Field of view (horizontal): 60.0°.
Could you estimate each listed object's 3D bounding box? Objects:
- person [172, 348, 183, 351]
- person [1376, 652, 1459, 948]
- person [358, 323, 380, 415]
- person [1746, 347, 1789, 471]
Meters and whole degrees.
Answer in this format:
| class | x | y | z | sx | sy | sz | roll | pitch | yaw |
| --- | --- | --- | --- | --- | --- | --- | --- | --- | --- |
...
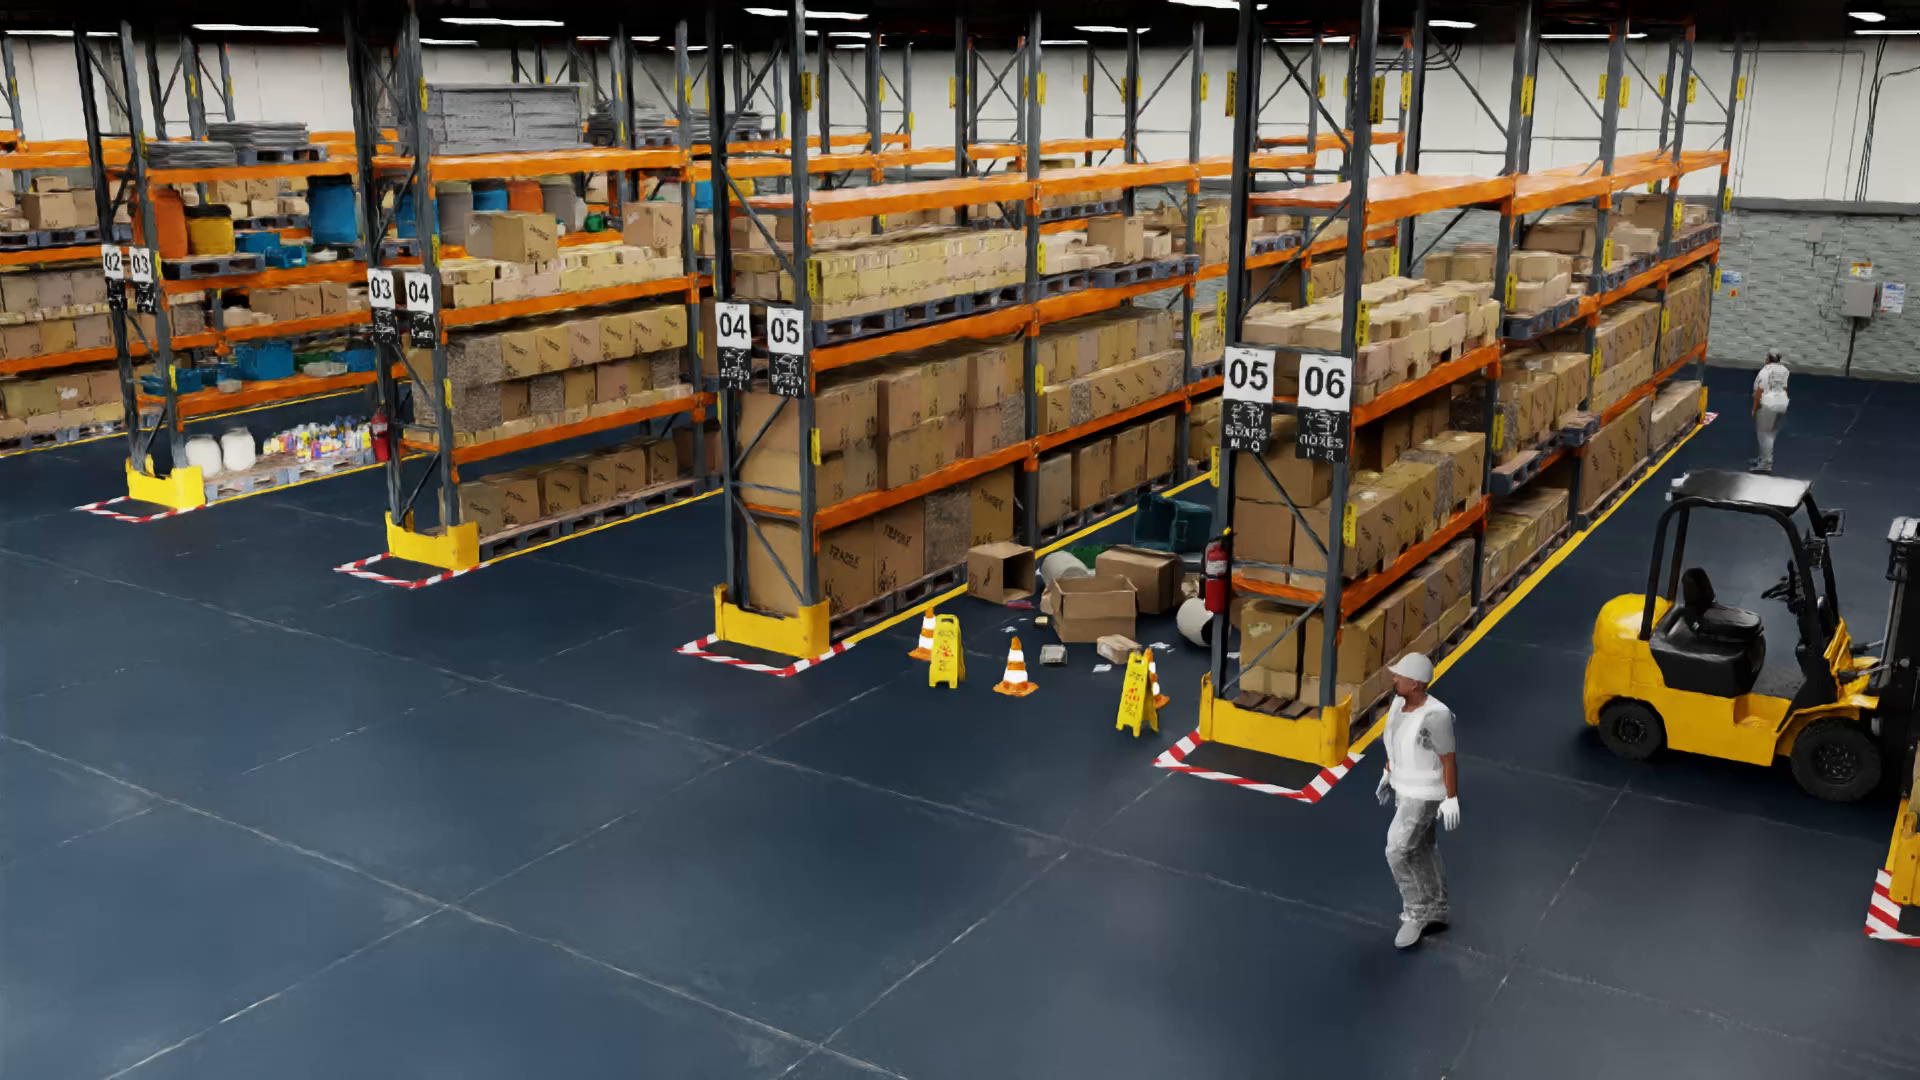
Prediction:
| class | x | y | z | sx | sy | sz | roll | pitch | yaw |
| --- | --- | --- | --- | --- | --- | --- | --- | --- | --- |
| person | -13.230 | -3.288 | 28.027 | 0.639 | 1.632 | 0.506 | 9 | 18 | 29 |
| person | 2.842 | 1.559 | 10.280 | 0.482 | 1.778 | 0.648 | -1 | 16 | -5 |
| person | -8.828 | -2.501 | 25.203 | 0.592 | 1.629 | 0.525 | 9 | 18 | 30 |
| person | 10.937 | -1.794 | 22.536 | 0.562 | 1.657 | 0.533 | -8 | 18 | -27 |
